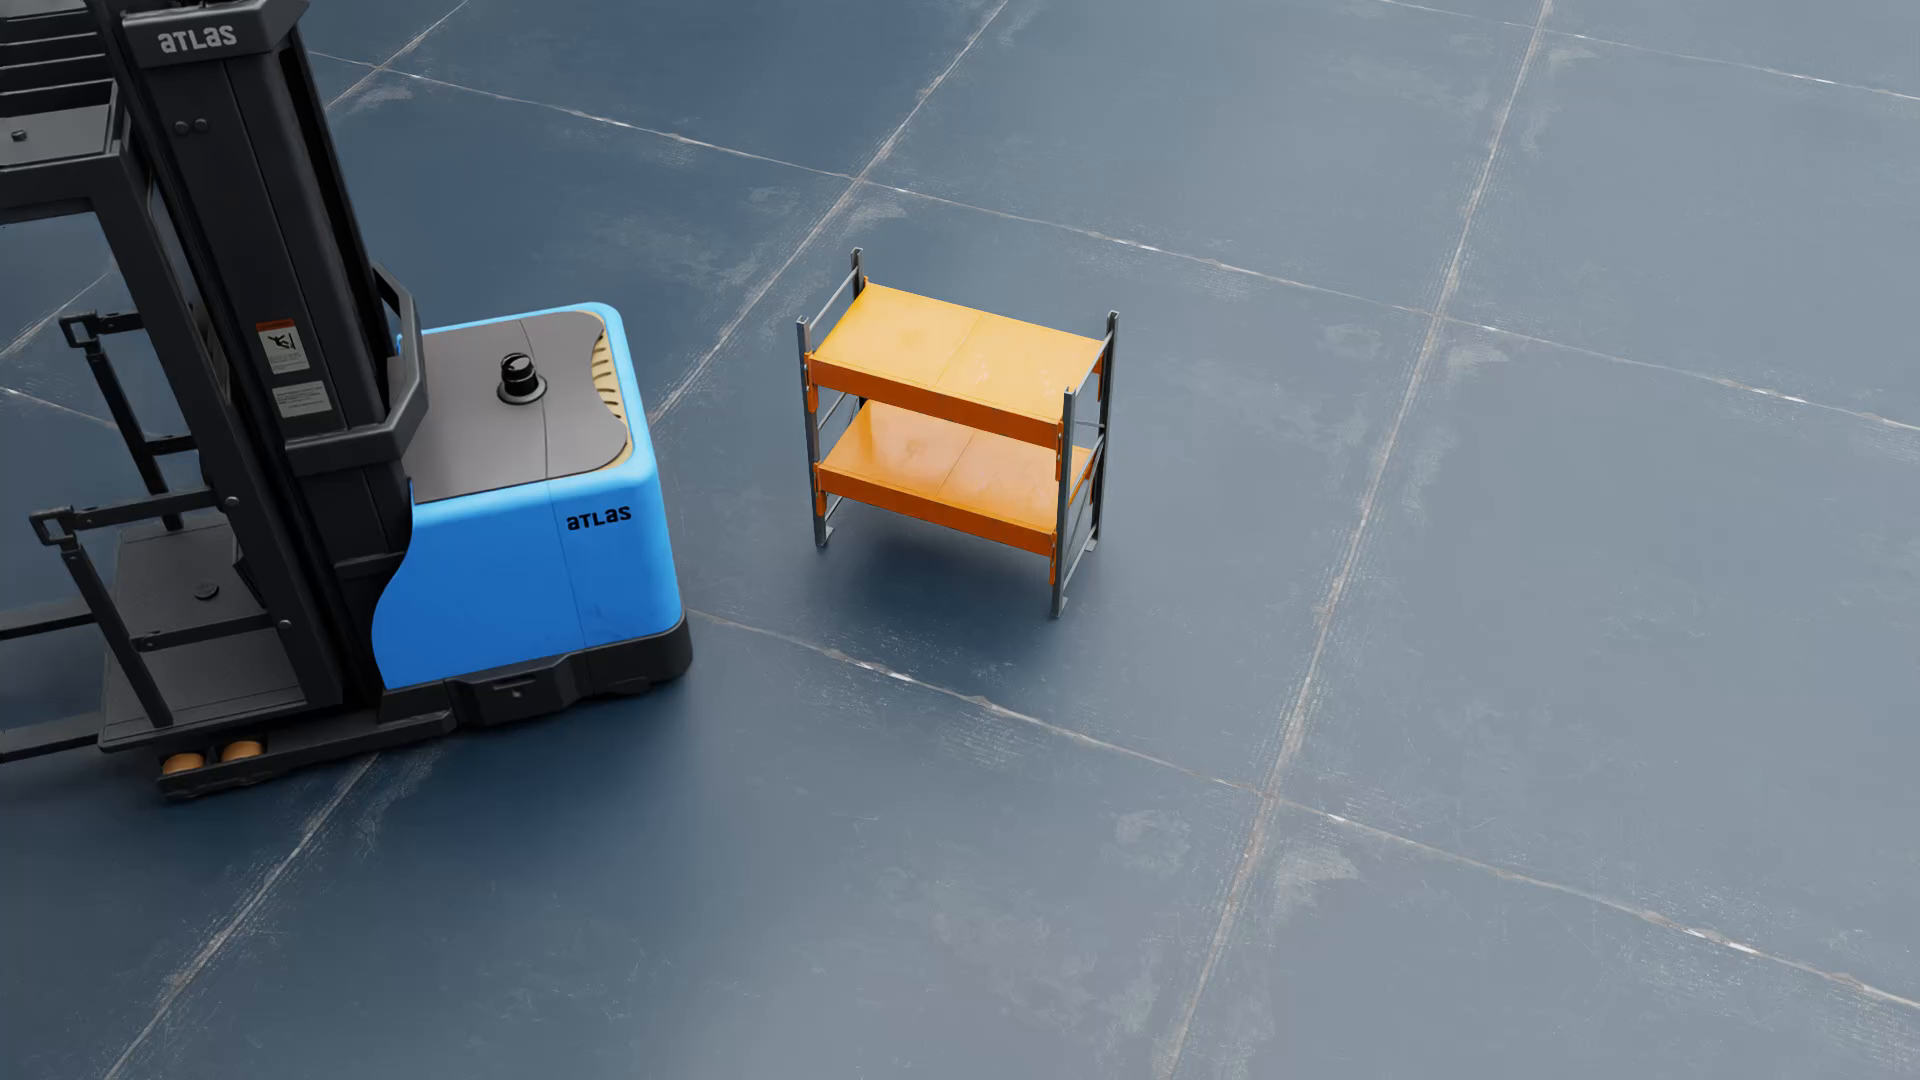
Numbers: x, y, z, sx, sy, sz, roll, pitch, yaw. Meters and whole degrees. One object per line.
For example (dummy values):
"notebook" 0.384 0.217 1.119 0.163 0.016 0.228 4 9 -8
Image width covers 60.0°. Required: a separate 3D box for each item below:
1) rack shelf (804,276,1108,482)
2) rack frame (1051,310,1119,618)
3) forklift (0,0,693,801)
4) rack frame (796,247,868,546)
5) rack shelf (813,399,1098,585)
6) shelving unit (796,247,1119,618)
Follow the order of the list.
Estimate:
"rack shelf" -0.006 -0.608 6.149 1.000 0.278 0.538 16 47 16
"rack frame" 0.463 -0.263 6.216 0.032 1.125 0.500 16 47 16
"forklift" -2.573 -0.552 5.226 3.031 2.935 1.130 -12 46 -11
"rack frame" -0.475 -0.539 6.494 0.032 1.125 0.500 16 47 16
"rack shelf" -0.006 -0.227 6.528 1.000 0.278 0.538 16 47 16
"shelving unit" -0.006 -0.401 6.355 1.048 1.125 0.538 16 47 16
